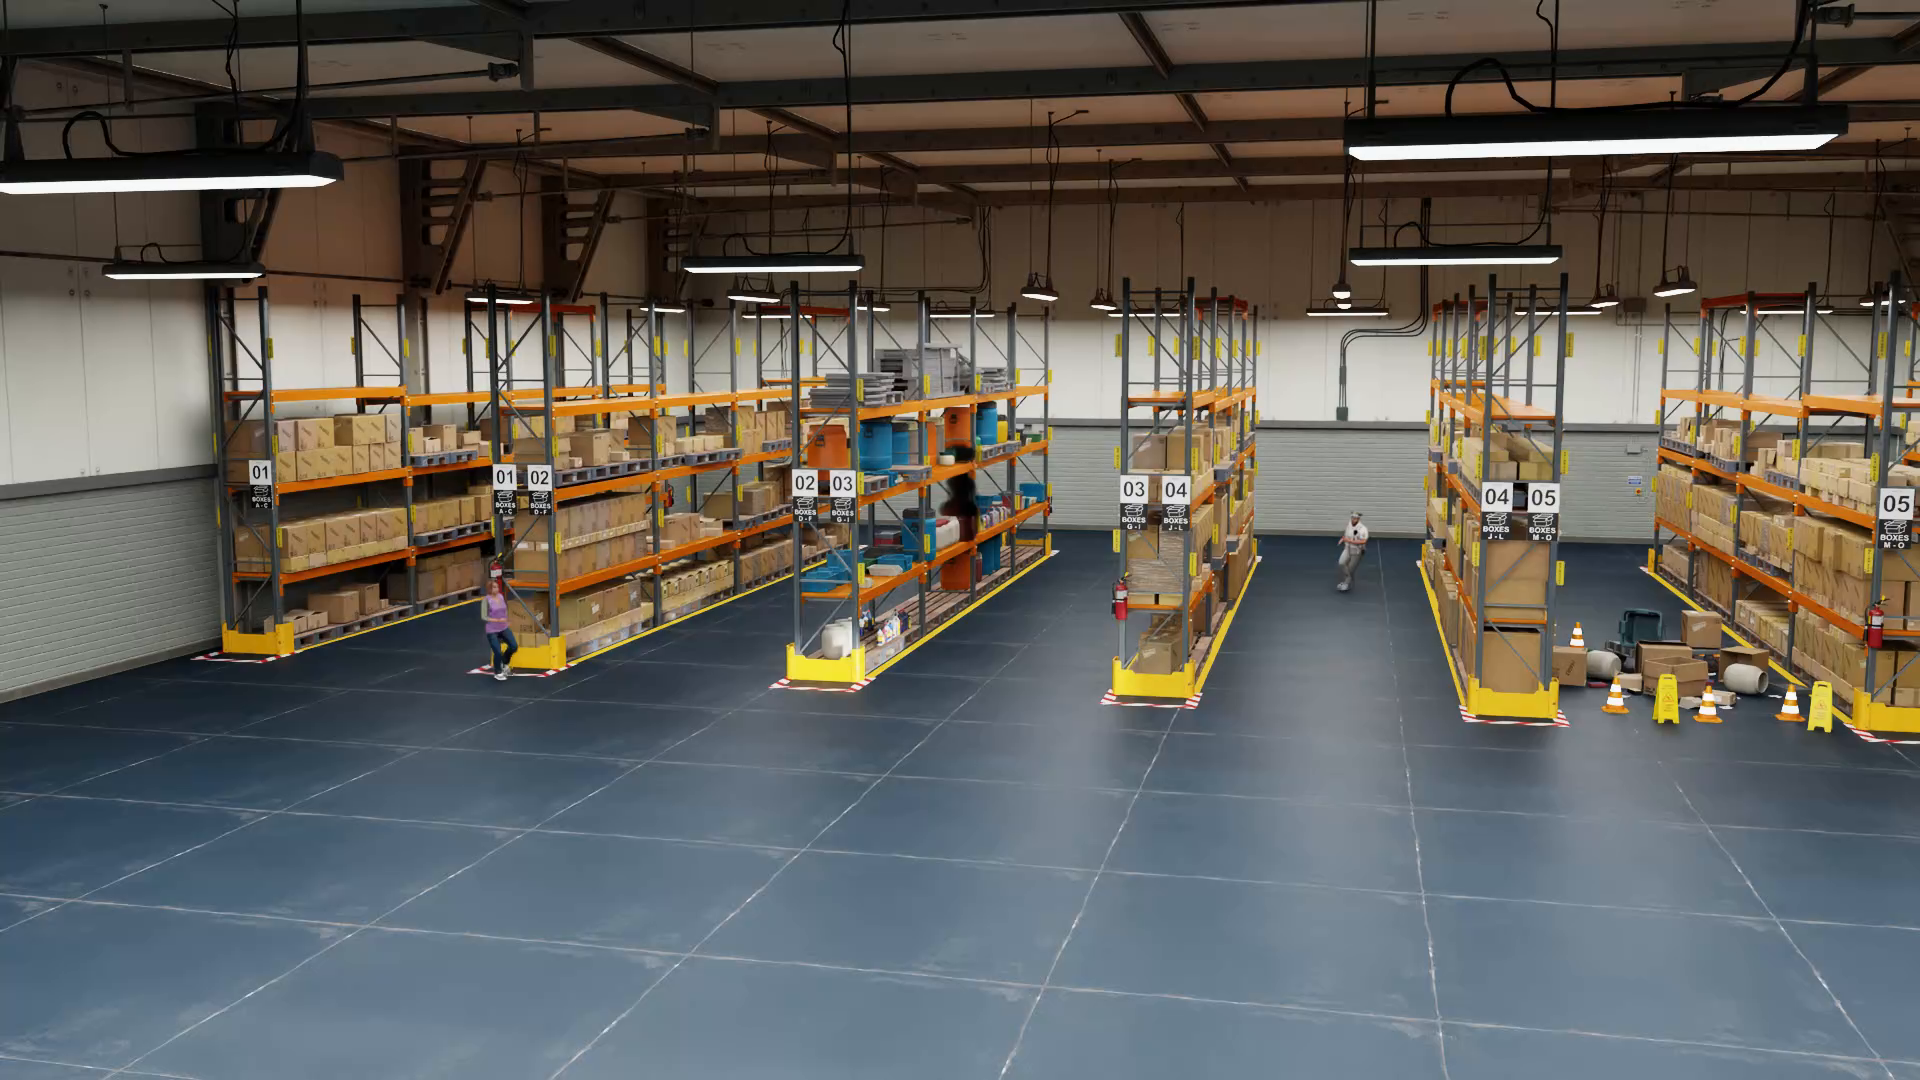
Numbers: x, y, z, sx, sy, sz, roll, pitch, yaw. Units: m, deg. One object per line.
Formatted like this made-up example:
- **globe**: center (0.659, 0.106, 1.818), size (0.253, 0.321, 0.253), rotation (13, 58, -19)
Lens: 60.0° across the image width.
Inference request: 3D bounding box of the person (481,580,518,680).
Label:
- **person**: center (-6.947, 1.363, 24.995), size (0.521, 1.549, 0.534), rotation (6, 9, 44)

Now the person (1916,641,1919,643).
- **person**: center (15.690, 1.164, 27.181), size (0.634, 1.484, 0.839), rotation (0, 7, 0)

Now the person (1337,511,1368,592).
- **person**: center (8.086, 0.214, 34.338), size (0.817, 1.682, 0.719), rotation (6, 9, 41)
